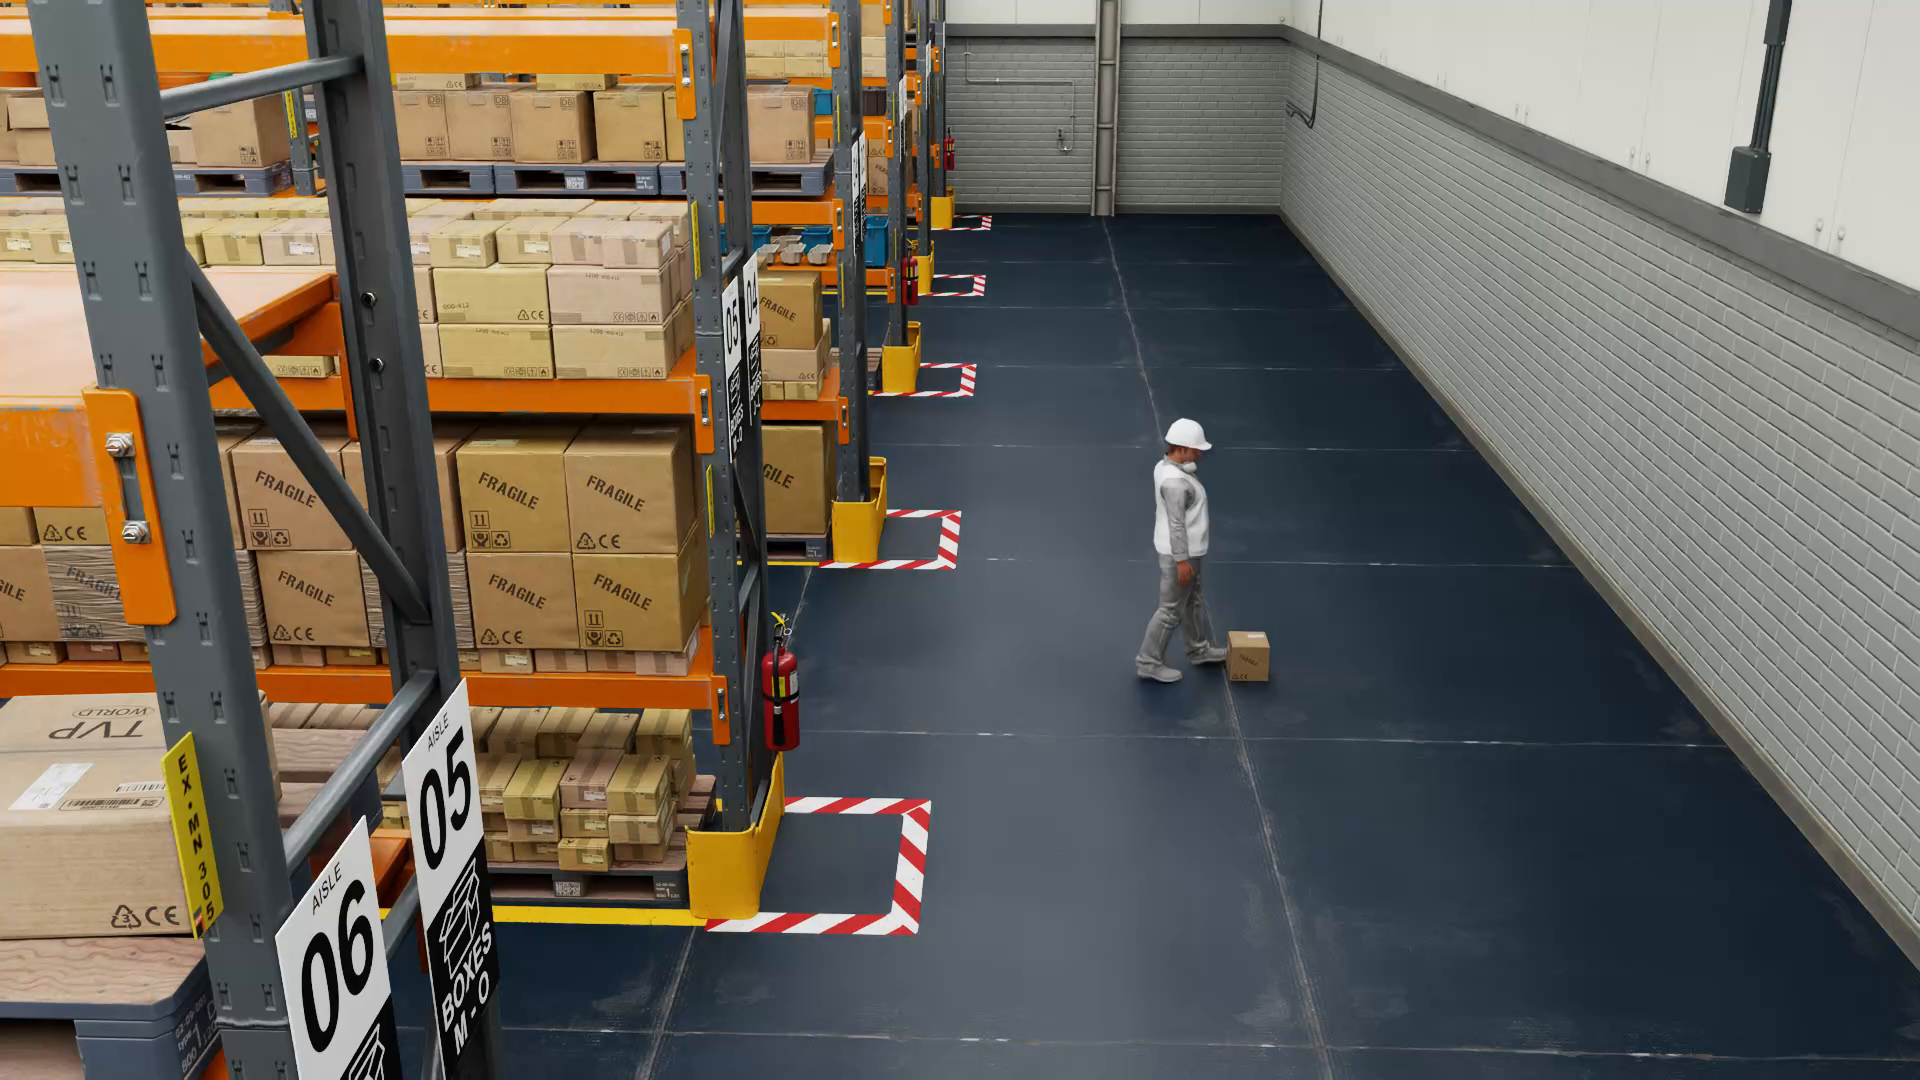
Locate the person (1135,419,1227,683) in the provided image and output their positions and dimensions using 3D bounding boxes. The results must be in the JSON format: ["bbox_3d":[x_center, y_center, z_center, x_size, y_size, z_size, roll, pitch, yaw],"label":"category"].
[{"bbox_3d":[1.507,0.061,10.887,0.684,1.766,0.553,1,21,1],"label":"person"}]
